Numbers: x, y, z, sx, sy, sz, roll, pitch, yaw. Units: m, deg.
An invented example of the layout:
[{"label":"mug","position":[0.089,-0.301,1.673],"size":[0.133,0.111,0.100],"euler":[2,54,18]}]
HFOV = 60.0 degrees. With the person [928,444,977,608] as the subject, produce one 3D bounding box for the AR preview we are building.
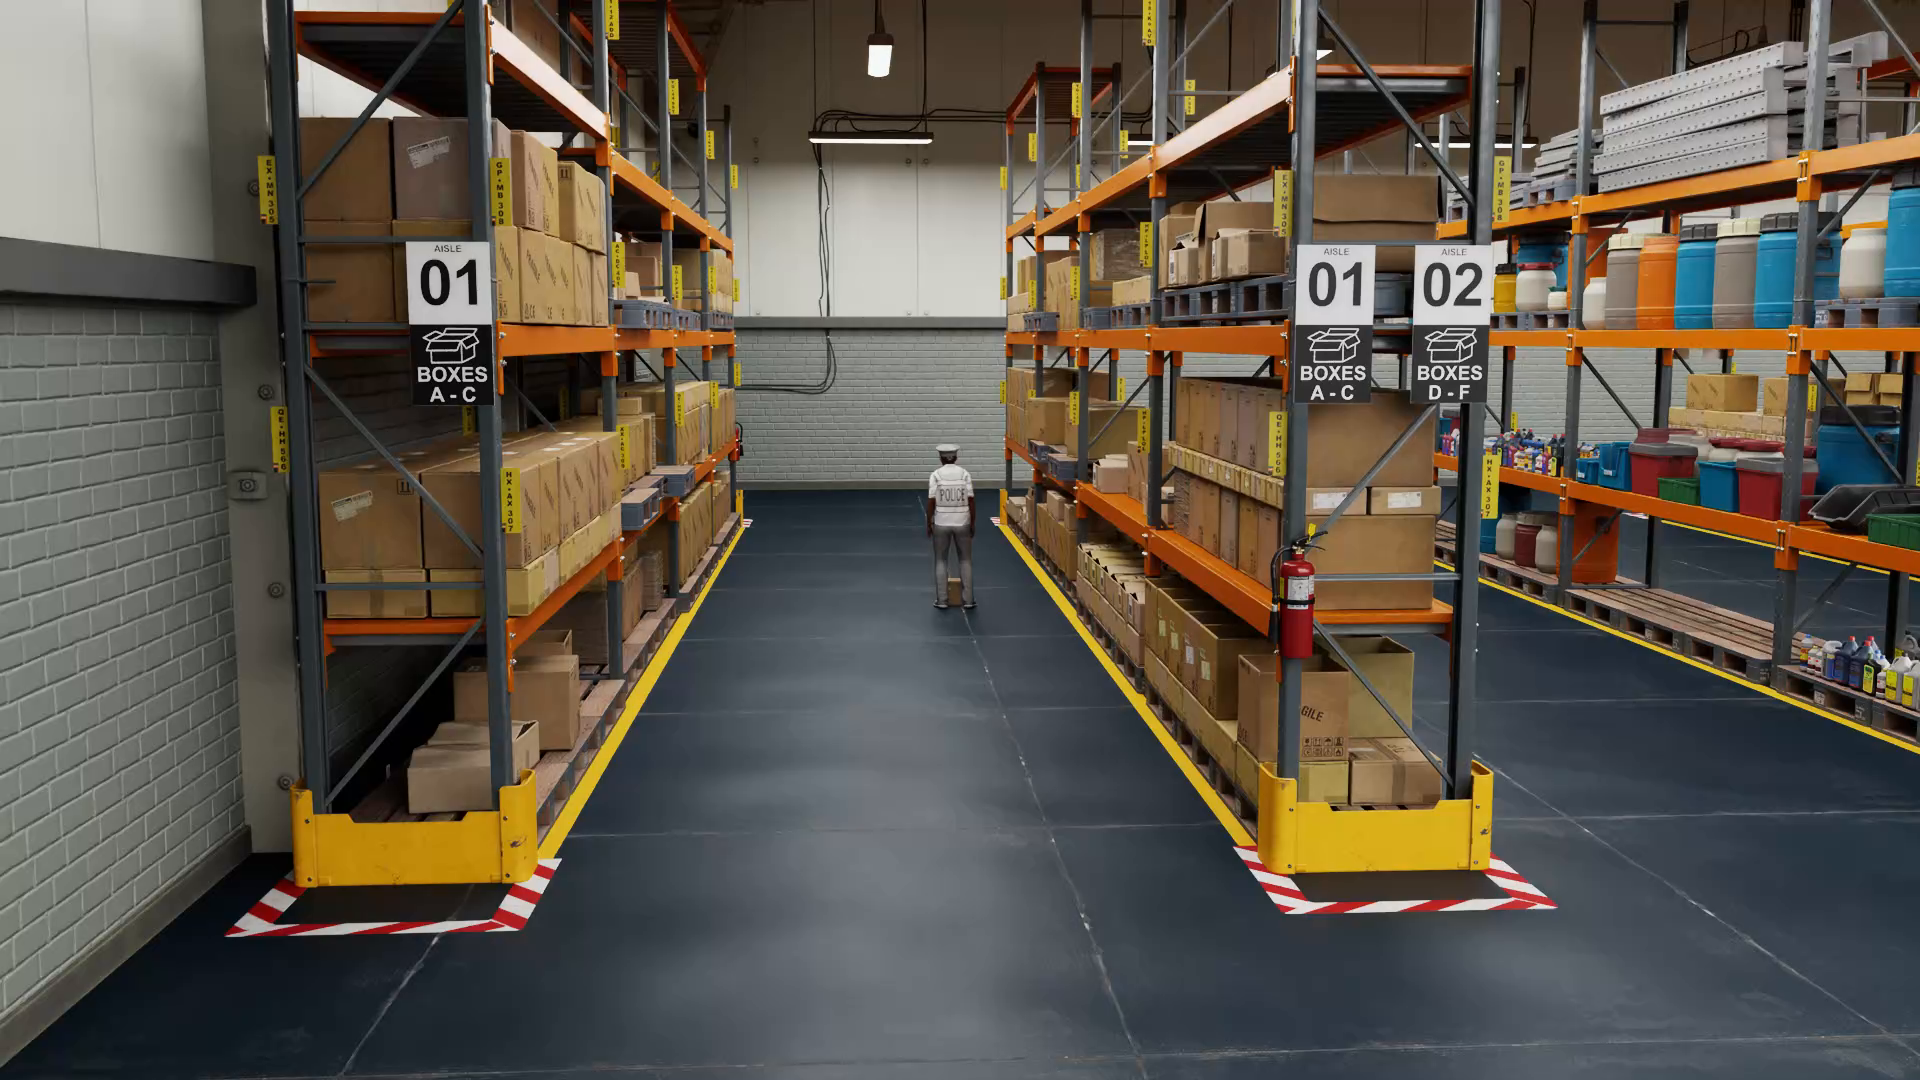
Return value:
[{"label":"person","position":[-0.070,-0.137,16.873],"size":[0.505,1.659,0.393],"euler":[0,7,-3]}]
